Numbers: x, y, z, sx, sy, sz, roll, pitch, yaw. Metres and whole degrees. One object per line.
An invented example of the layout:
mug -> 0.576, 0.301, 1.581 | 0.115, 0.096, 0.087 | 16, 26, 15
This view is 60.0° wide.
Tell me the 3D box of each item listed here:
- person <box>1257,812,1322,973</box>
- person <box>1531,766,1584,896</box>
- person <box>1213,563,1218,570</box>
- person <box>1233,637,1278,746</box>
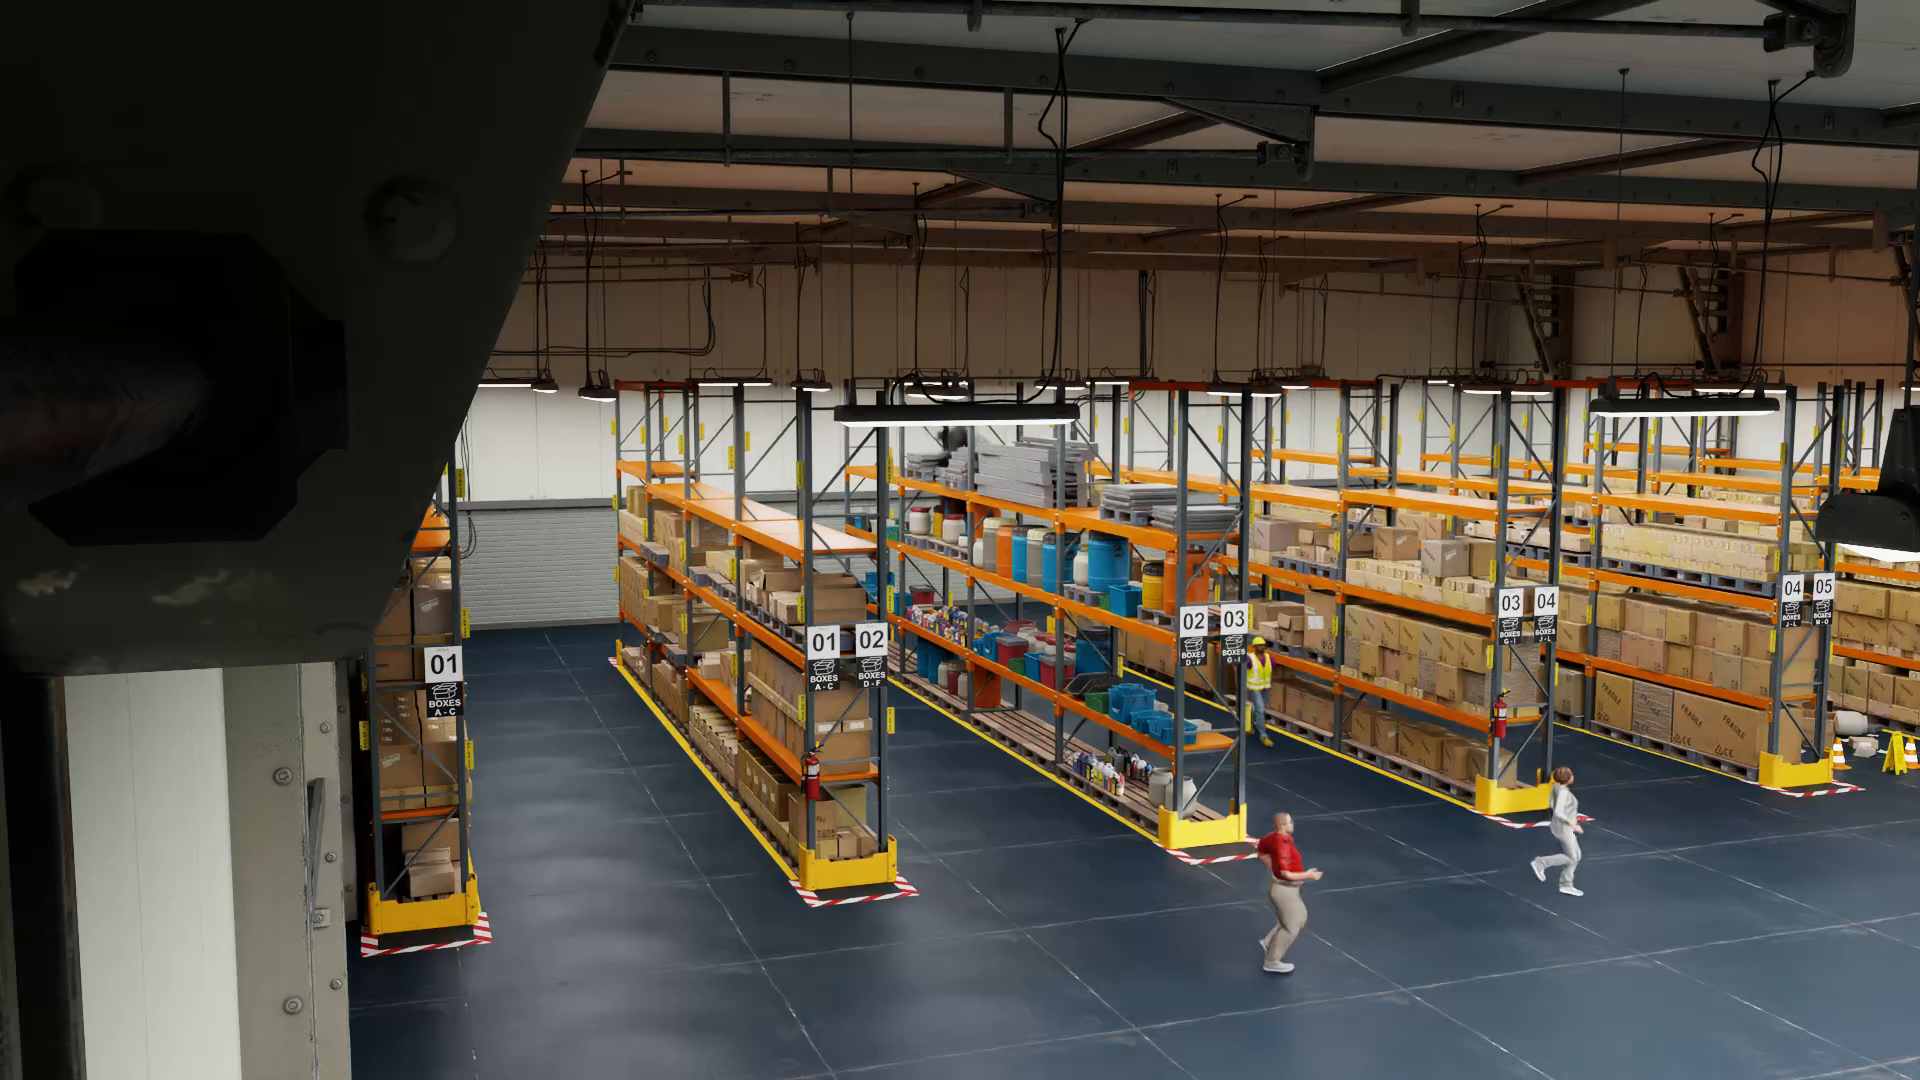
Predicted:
person -> 3.438, 3.658, 17.316 | 0.602, 1.688, 0.650 | 0, 6, -2
person -> 7.158, 3.471, 19.899 | 0.623, 1.564, 0.545 | 1, 6, 11
person -> 6.298, 1.236, 40.593 | 0.642, 1.621, 0.574 | 3, 7, 30
person -> 4.999, 2.488, 27.798 | 0.700, 1.754, 0.989 | -3, 7, -26
